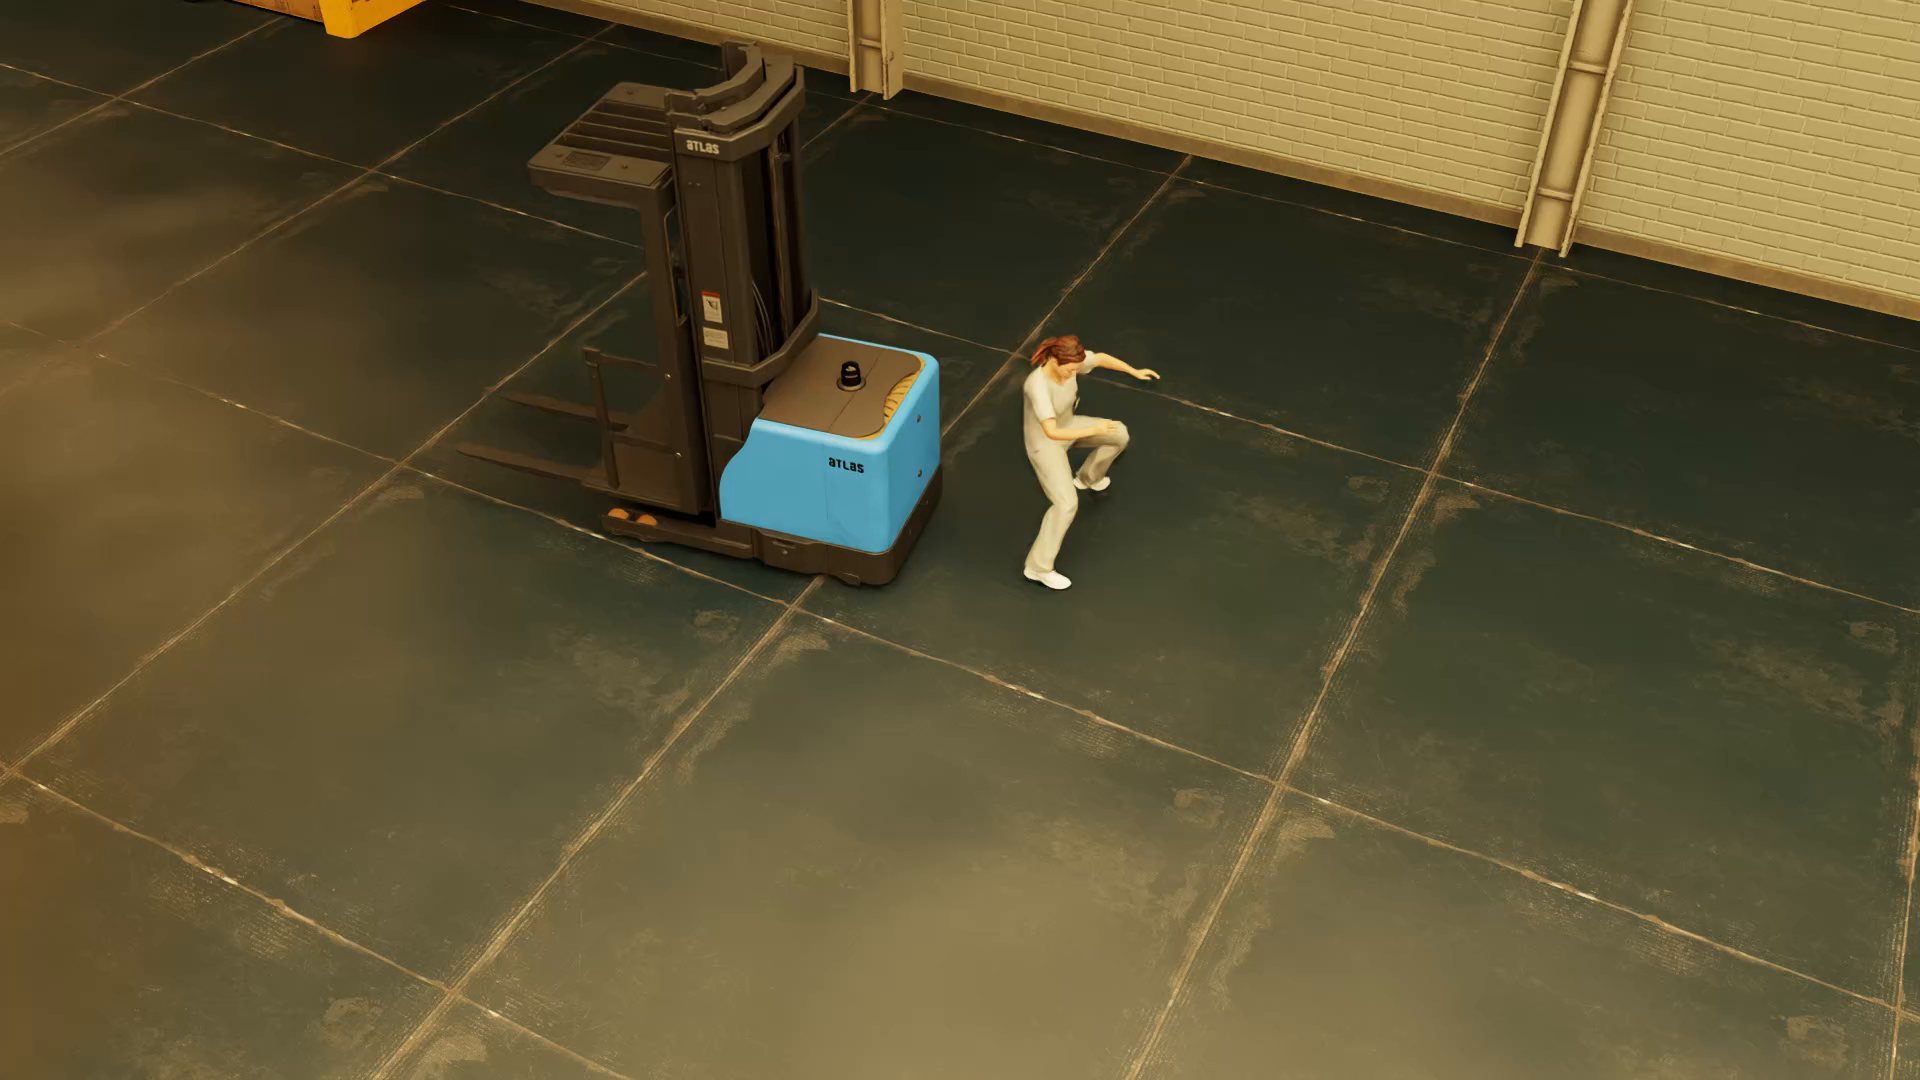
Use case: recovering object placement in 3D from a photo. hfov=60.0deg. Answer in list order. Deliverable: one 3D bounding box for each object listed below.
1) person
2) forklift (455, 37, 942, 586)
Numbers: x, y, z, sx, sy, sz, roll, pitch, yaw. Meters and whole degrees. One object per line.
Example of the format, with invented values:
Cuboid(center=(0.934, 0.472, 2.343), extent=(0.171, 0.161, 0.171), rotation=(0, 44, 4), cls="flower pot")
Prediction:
Cuboid(center=(0.693, -0.596, 9.856), extent=(0.650, 1.426, 1.070), rotation=(26, 46, 27), cls="person")
Cuboid(center=(-1.686, -1.417, 9.669), extent=(3.031, 2.935, 1.130), rotation=(12, 42, 14), cls="forklift")
